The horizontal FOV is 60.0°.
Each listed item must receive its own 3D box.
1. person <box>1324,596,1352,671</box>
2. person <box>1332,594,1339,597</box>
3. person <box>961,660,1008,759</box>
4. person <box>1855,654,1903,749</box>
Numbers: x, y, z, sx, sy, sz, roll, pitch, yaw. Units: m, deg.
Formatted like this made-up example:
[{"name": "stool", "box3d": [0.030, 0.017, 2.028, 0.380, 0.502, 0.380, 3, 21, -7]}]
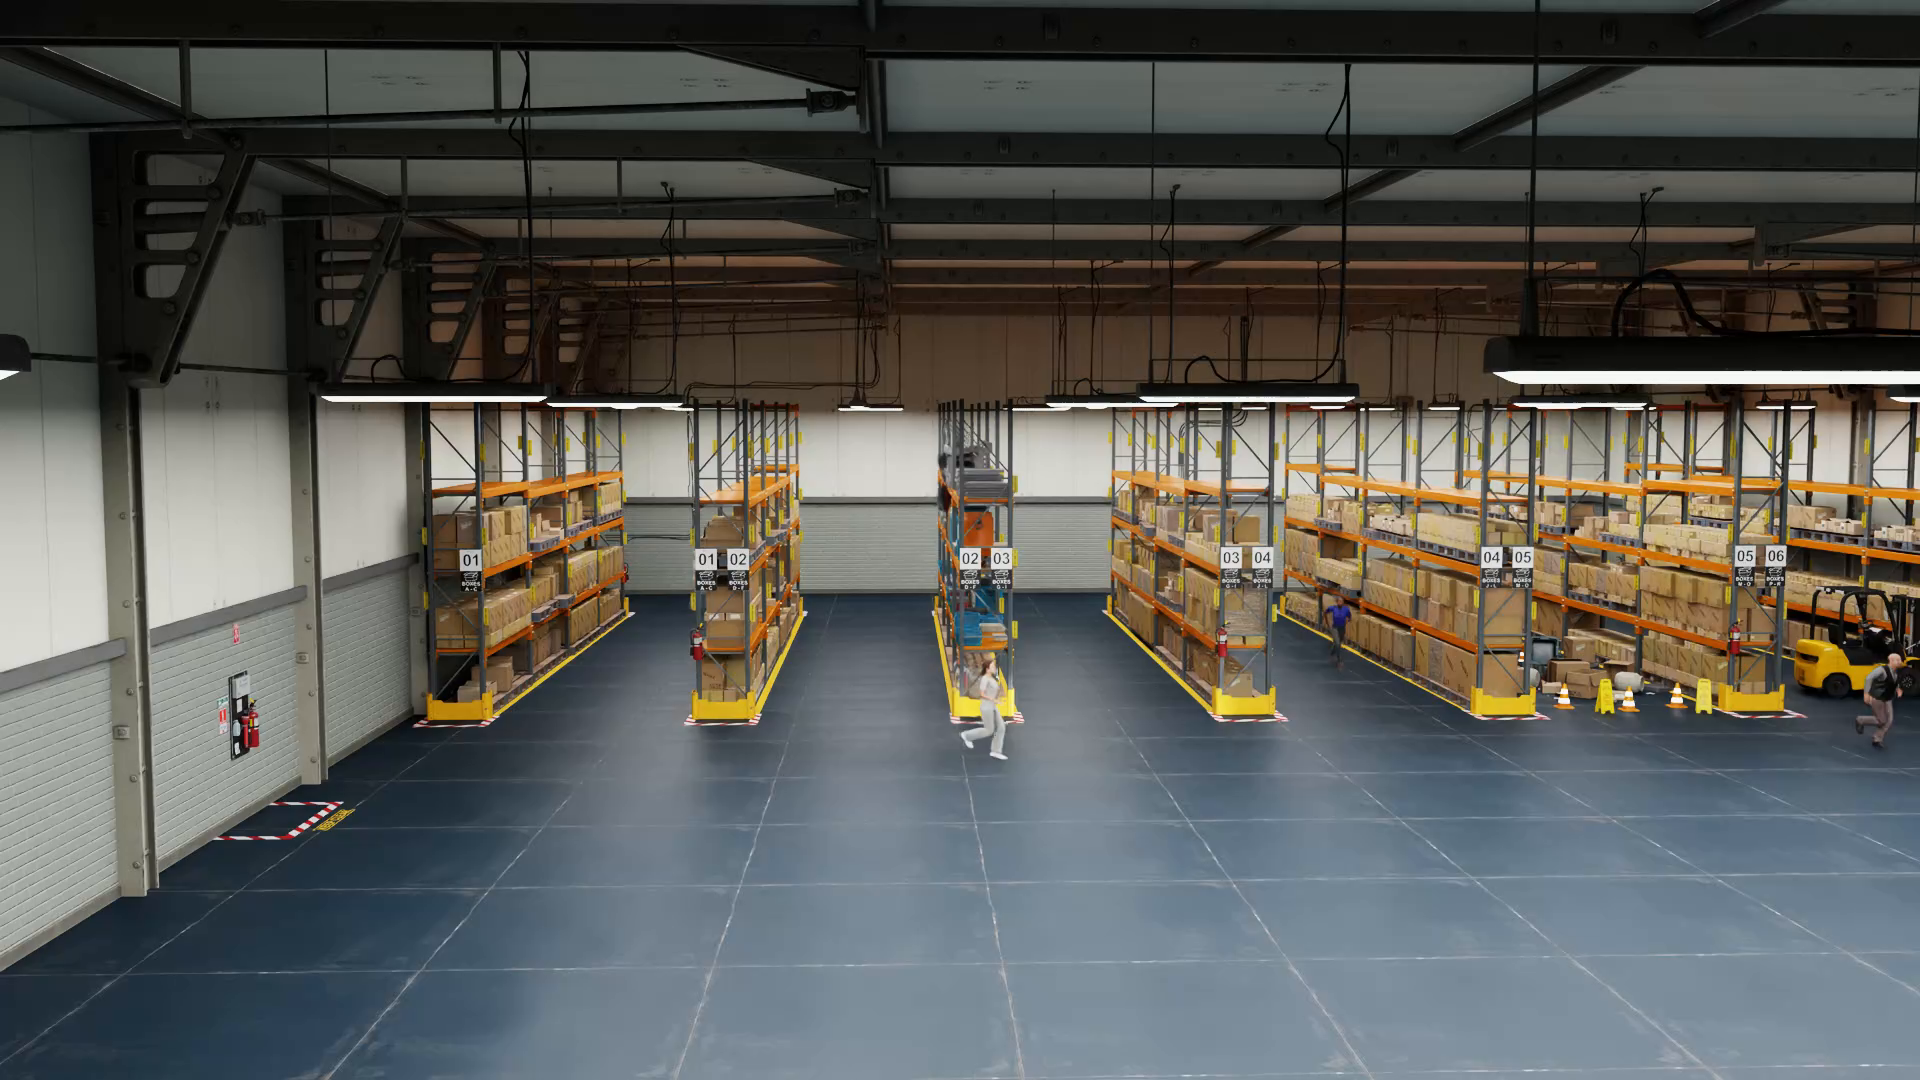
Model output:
[{"name": "person", "box3d": [8.514, 2.071, 37.522, 0.580, 1.660, 1.046, -1, 4, -8]}, {"name": "person", "box3d": [11.071, 1.187, 48.566, 0.737, 1.697, 0.750, -1, 5, -19]}, {"name": "person", "box3d": [0.421, 2.812, 27.706, 0.797, 1.654, 0.576, 1, 5, 18]}, {"name": "person", "box3d": [15.804, 2.747, 28.605, 0.653, 1.660, 0.764, -2, 5, -30]}]
